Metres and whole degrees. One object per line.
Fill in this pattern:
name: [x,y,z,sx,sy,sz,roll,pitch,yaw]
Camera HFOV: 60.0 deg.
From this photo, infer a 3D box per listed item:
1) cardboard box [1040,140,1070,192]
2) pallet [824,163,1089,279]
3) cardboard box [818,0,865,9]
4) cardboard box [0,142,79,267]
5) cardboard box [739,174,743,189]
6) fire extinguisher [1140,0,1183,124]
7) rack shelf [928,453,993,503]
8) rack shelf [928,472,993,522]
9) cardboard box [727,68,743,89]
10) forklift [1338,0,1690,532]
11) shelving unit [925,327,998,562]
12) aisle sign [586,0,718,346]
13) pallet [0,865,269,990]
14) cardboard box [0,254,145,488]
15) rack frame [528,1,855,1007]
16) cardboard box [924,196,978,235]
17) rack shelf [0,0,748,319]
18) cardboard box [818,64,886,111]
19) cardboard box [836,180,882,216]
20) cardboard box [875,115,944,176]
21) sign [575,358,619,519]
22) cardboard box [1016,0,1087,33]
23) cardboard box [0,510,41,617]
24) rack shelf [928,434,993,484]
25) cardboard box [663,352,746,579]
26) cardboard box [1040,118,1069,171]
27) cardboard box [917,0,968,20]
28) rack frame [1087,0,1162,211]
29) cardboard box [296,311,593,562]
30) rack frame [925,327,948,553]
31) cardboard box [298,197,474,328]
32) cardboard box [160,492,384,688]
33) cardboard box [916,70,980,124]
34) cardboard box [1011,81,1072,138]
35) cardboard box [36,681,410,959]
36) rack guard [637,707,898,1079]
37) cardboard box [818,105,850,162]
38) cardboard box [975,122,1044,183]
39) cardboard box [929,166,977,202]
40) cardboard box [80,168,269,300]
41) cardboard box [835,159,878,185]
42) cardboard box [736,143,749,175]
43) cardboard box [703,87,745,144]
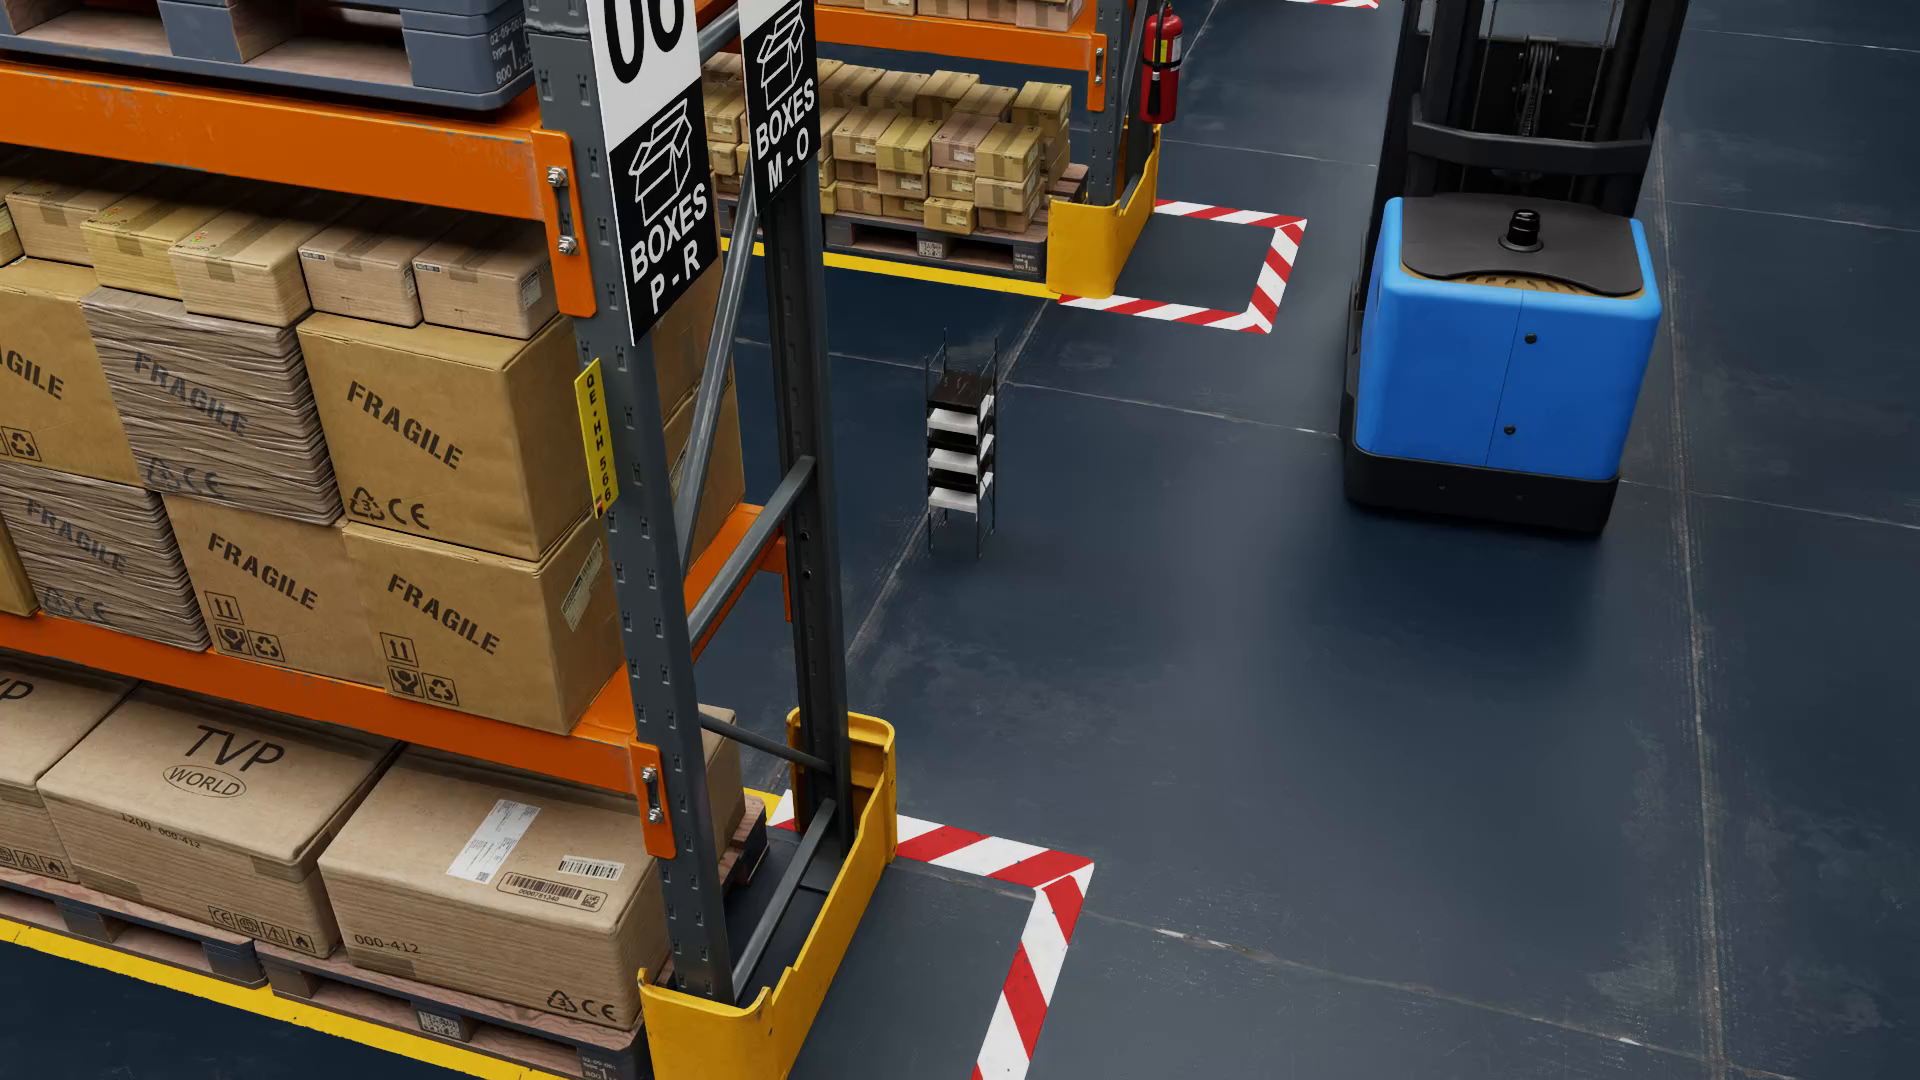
cardboard box: [0.429,-2.056,9.064,0.250,0.149,0.380,11,38,15]
pallet: [-0.004,-1.816,9.039,1.213,0.211,1.003,10,38,14]
cardboard box: [-0.525,-2.754,8.174,0.250,0.149,0.380,9,37,12]
cardboard box: [-2.182,-0.792,3.820,0.250,0.149,0.380,11,38,15]
cardboard box: [-0.990,-1.947,8.915,0.250,0.149,0.380,11,38,15]
fire extinguisher: [0.937,-2.275,7.690,0.183,0.674,0.296,10,38,14]
rack shelf: [0.008,-0.262,6.554,0.200,0.077,0.258,10,38,14]
rack shelf: [0.008,-0.189,6.608,0.200,0.077,0.258,10,38,14]
cardboard box: [-1.096,-2.519,9.190,0.250,0.149,0.380,11,38,14]
forklift: [2.420,-2.087,7.113,1.130,2.935,3.031,8,37,10]
shelving unit: [0.008,-0.361,6.481,0.210,0.900,0.258,10,38,14]
aisle sign: [-0.569,-0.802,3.116,0.004,0.787,0.394,10,38,14]
pallet: [-2.493,0.866,5.395,1.213,0.211,1.003,10,38,14]
cardboard box: [-2.056,-0.501,3.973,0.500,0.500,0.500,10,38,14]
rack frame: [-0.546,0.057,4.142,0.127,3.000,1.000,10,38,14]
cardboard box: [-0.006,-1.746,8.642,0.250,0.149,0.380,12,38,15]
rack shelf: [-2.455,-1.215,3.946,4.000,0.370,1.077,10,38,14]
cardboard box: [-0.590,-2.456,9.105,0.250,0.149,0.380,12,38,16]
cardboard box: [-0.473,-1.877,8.821,0.250,0.149,0.380,11,38,14]
cardboard box: [-0.255,-2.023,8.517,0.250,0.149,0.380,10,37,13]
sign: [-0.721,-0.200,3.315,0.005,0.325,0.100,10,38,14]
cardboard box: [0.438,-2.558,7.907,0.250,0.149,0.380,11,38,14]
cardboard box: [-2.550,-0.185,4.387,0.500,0.500,0.500,12,38,15]
rack shelf: [0.008,-0.334,6.501,0.200,0.077,0.258,10,38,14]
cardboard box: [-0.918,-0.231,4.448,0.500,0.500,0.500,10,38,14]
cardboard box: [0.410,-2.140,8.927,0.250,0.149,0.380,12,38,16]
cardboard box: [-0.032,-2.659,8.044,0.250,0.149,0.380,10,38,13]
rack frame: [0.834,-2.762,7.972,0.127,3.000,1.000,10,38,14]
cardboard box: [-1.077,-0.336,3.749,0.500,0.500,0.500,12,38,15]
rack frame: [-0.089,-0.379,6.506,0.006,0.900,0.240,10,38,14]
cardboard box: [-1.197,-0.629,3.598,0.250,0.149,0.380,11,38,15]
cardboard box: [-1.560,-0.016,4.157,0.500,0.500,0.500,10,37,13]
cardboard box: [-0.066,-2.405,9.036,0.250,0.149,0.380,10,38,14]
cardboard box: [0.435,-2.307,8.903,0.250,0.149,0.380,9,37,12]
cardboard box: [-2.082,0.703,5.072,0.875,0.438,0.875,11,38,15]
rack guard: [-0.523,1.068,4.877,0.348,0.500,1.175,10,38,14]
cardboard box: [-0.756,-2.121,8.650,0.250,0.149,0.380,12,38,16]
cardboard box: [0.253,-1.972,8.448,0.250,0.149,0.380,11,38,14]
cardboard box: [0.012,-1.911,8.616,0.250,0.149,0.380,10,37,13]
cardboard box: [-1.697,-0.694,3.688,0.250,0.149,0.380,11,38,15]
cardboard box: [-0.477,-2.031,8.778,0.250,0.149,0.380,10,38,13]
cardboard box: [-0.989,-2.065,8.825,0.250,0.149,0.380,12,38,16]
cardboard box: [-1.233,-2.260,8.839,0.250,0.149,0.380,11,38,14]
